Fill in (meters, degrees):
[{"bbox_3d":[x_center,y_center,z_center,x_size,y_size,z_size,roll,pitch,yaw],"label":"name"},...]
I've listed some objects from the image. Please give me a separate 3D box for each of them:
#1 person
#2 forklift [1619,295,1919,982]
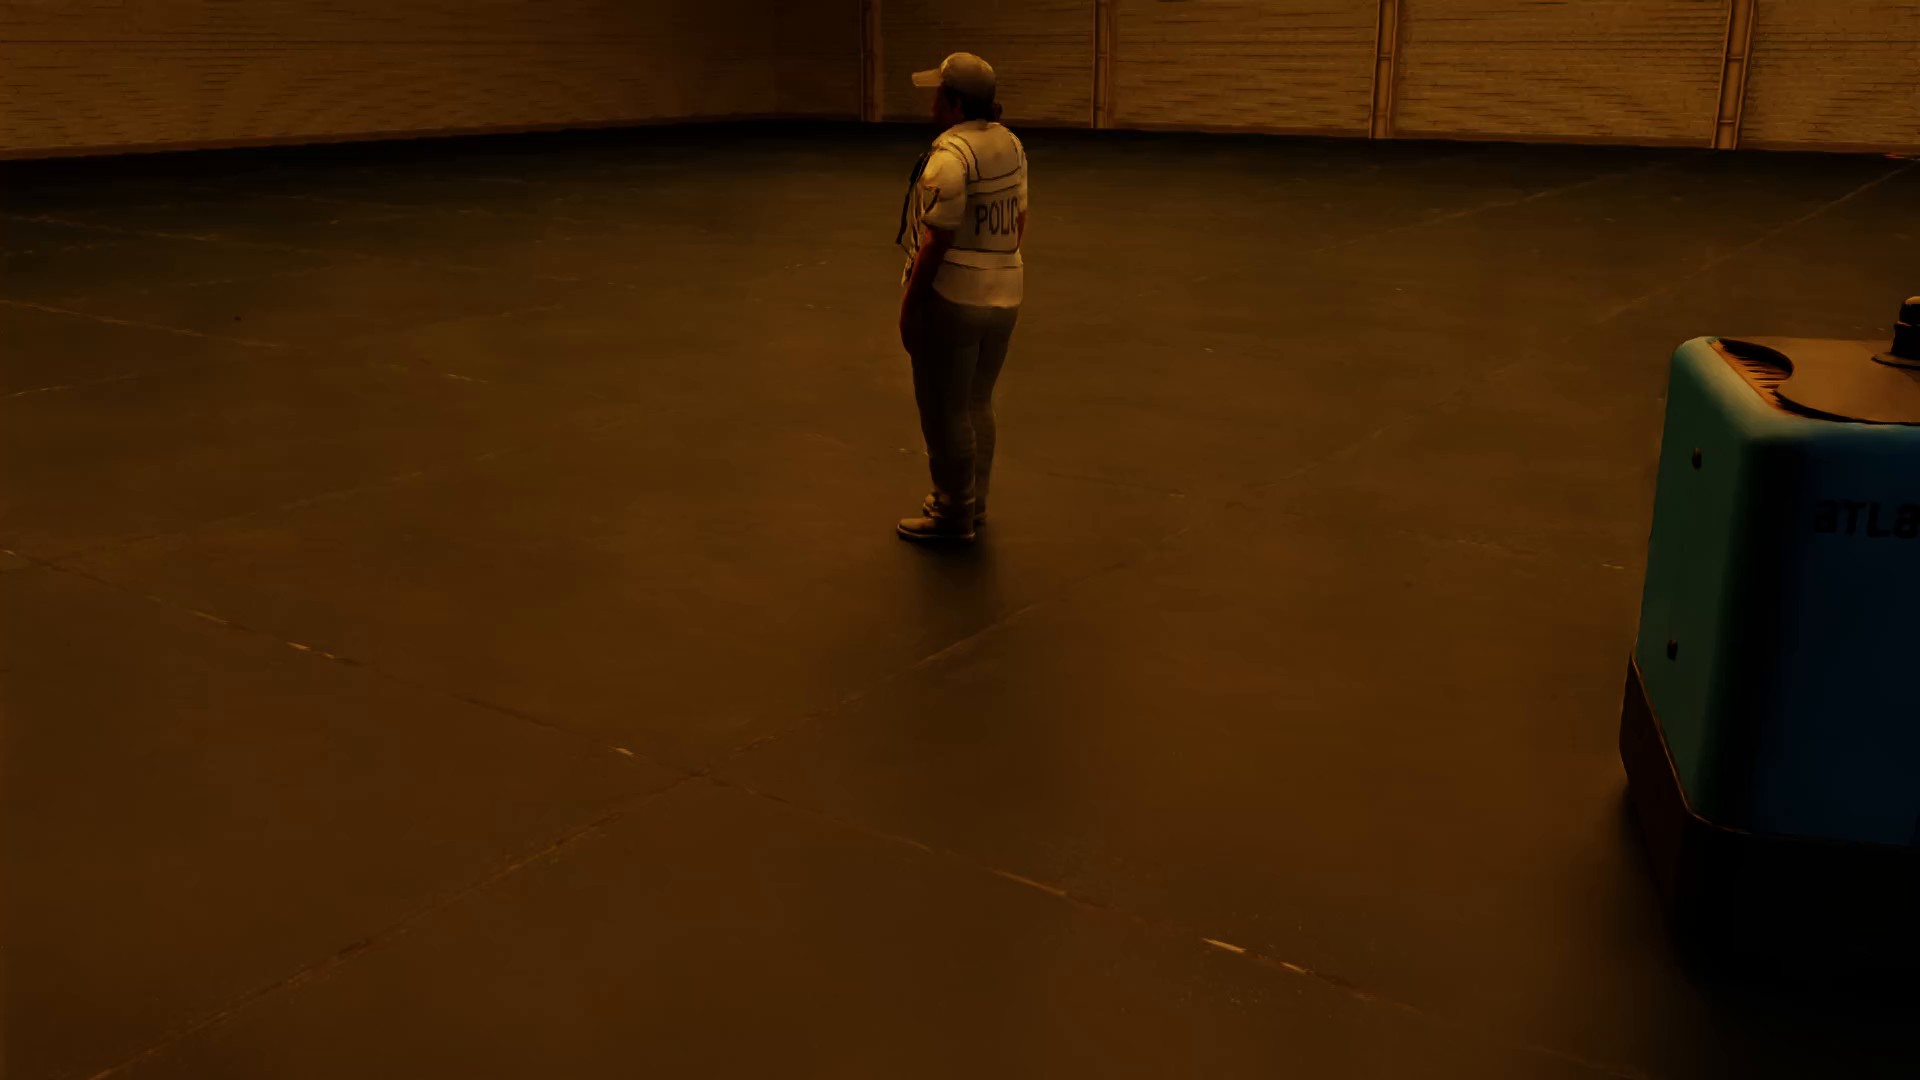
[{"bbox_3d":[-0.050,-0.823,5.767,0.529,1.669,0.598,11,20,33],"label":"person"},{"bbox_3d":[2.954,-0.608,2.867,3.031,2.935,1.130,4,17,14],"label":"forklift"}]
